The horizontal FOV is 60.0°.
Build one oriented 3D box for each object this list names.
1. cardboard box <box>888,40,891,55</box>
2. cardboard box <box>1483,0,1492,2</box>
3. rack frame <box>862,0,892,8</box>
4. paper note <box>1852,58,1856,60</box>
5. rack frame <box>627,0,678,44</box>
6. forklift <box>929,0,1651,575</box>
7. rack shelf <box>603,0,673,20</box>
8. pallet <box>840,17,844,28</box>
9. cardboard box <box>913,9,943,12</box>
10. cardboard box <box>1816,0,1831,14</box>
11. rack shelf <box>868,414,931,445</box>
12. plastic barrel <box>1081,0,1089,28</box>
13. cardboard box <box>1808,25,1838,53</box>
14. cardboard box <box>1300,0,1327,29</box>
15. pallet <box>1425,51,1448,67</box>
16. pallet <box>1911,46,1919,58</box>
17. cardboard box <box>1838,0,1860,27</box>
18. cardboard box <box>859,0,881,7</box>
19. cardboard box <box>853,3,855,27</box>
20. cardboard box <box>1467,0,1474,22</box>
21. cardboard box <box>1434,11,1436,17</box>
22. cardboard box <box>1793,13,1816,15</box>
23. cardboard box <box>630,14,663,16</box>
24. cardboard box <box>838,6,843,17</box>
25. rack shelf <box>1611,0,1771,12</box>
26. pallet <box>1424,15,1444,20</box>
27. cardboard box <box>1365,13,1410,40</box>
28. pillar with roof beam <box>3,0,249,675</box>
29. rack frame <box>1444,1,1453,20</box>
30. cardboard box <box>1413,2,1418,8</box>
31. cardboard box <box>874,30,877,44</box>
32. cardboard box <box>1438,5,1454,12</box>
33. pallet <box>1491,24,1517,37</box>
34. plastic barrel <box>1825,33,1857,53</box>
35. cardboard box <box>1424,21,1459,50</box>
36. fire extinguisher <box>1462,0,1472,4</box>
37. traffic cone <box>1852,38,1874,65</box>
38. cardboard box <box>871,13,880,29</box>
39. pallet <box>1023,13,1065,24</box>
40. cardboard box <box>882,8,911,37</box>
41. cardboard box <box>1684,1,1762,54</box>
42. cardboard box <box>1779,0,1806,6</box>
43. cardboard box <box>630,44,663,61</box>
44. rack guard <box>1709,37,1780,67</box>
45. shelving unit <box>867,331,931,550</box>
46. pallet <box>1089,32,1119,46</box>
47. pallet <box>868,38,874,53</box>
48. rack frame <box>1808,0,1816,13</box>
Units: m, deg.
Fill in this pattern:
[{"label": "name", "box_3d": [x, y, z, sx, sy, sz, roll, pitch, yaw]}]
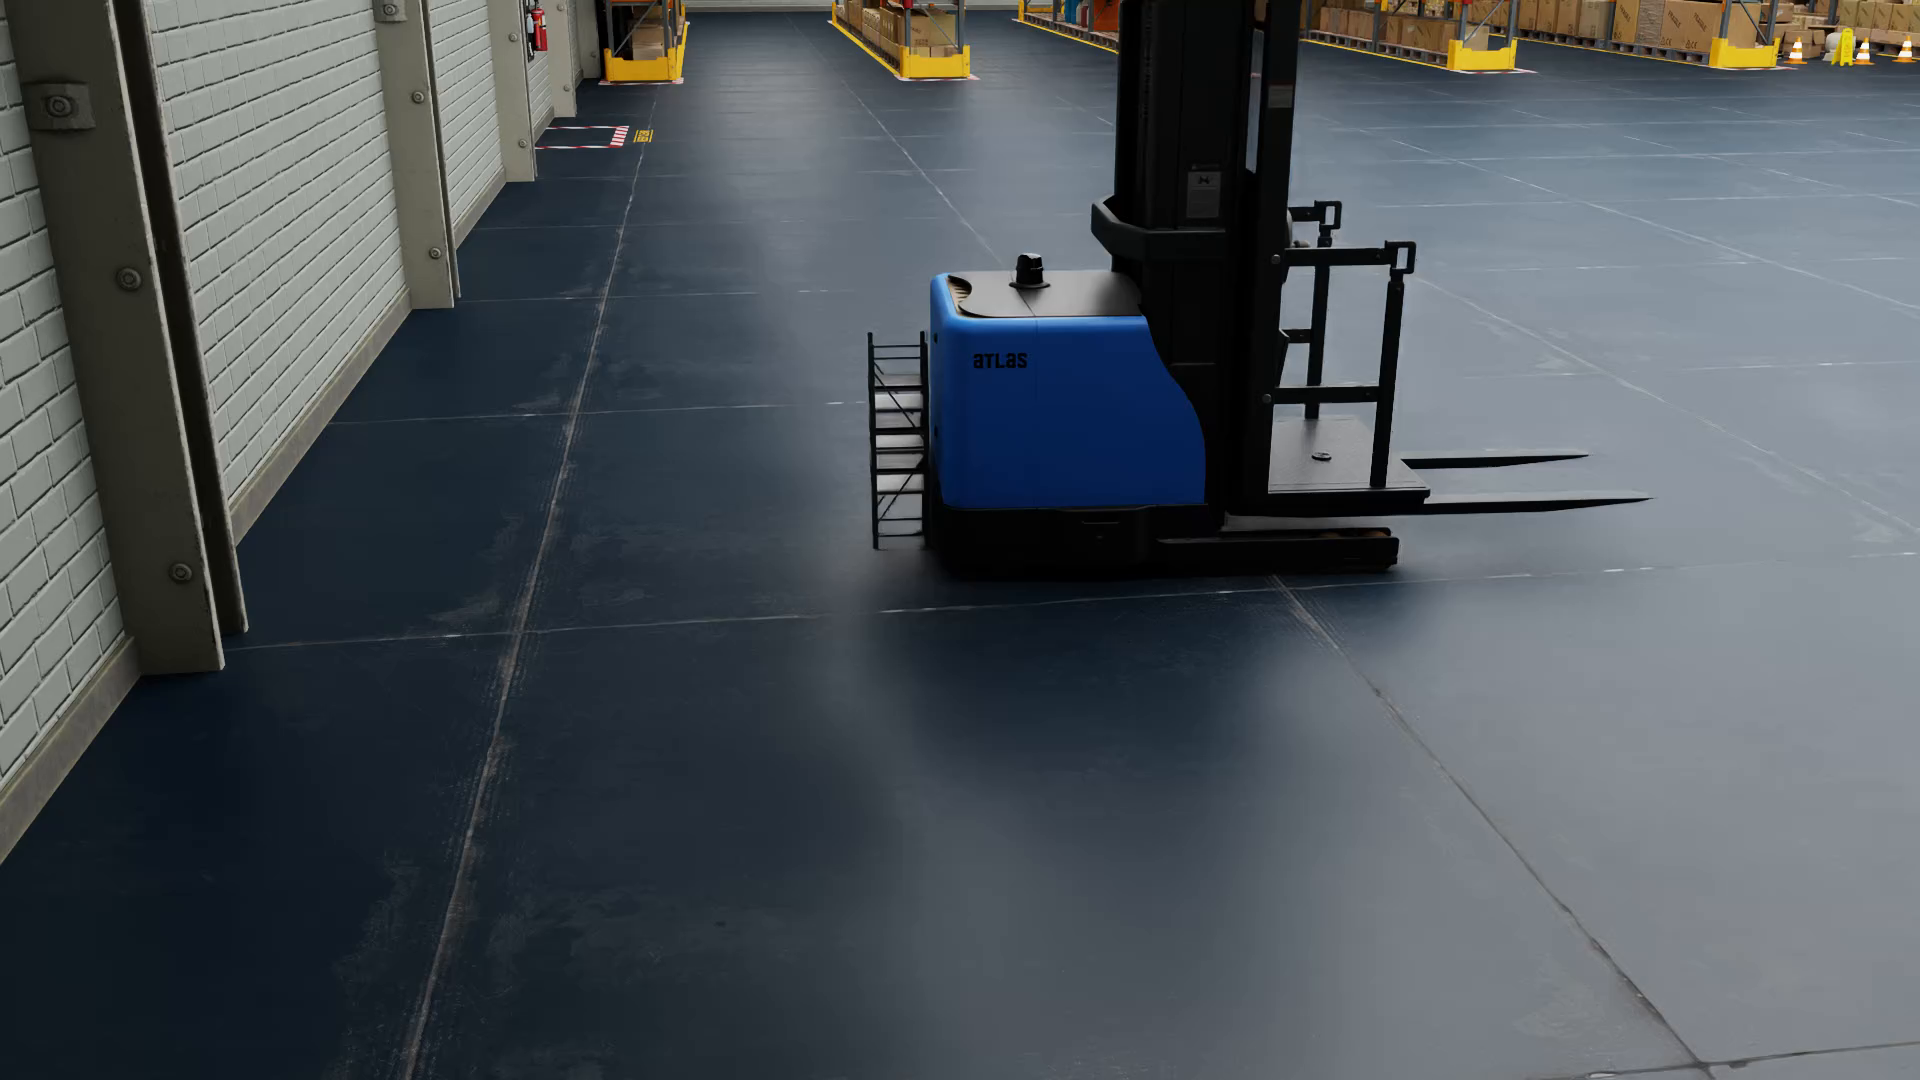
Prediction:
[{"label": "cardboard box", "box_3d": [-1.030, -8.958, 30.244, 0.500, 0.250, 0.500, -3, 21, -8]}, {"label": "cardboard box", "box_3d": [12.641, -12.795, 39.088, 0.500, 0.250, 0.500, -2, 21, -6]}, {"label": "rack frame", "box_3d": [-1.586, -12.130, 35.406, 1.000, 3.000, 0.127, -3, 21, -8]}, {"label": "paper note", "box_3d": [17.071, -9.194, 31.789, 0.148, 0.019, 0.142, -11, 23, -26]}, {"label": "rack frame", "box_3d": [-6.487, -11.879, 34.734, 1.000, 3.000, 0.127, -3, 21, -8]}, {"label": "forklift", "box_3d": [1.399, -1.420, 6.828, 3.031, 2.935, 1.130, -2, 21, -4]}, {"label": "rack shelf", "box_3d": [-5.622, -9.464, 29.297, 1.077, 0.370, 4.000, -3, 21, -8]}, {"label": "pallet", "box_3d": [-2.439, -12.870, 41.372, 1.003, 0.211, 1.213, -3, 21, -8]}, {"label": "cardboard box", "box_3d": [-0.590, -9.509, 30.646, 0.500, 0.500, 0.500, -3, 21, -8]}, {"label": "cardboard box", "box_3d": [22.206, -13.612, 42.345, 0.500, 0.500, 0.500, -2, 21, -5]}, {"label": "rack shelf", "box_3d": [-0.258, -0.470, 7.025, 0.258, 0.077, 0.200, -2, 21, -4]}, {"label": "plastic barrel", "box_3d": [3.066, -12.005, 37.918, 0.600, 0.588, 0.708, -3, 21, -8]}, {"label": "cardboard box", "box_3d": [17.409, -10.134, 33.630, 0.500, 0.500, 0.500, 12, 24, 30]}, {"label": "cardboard box", "box_3d": [8.139, -12.070, 37.681, 1.225, 0.875, 0.875, -4, 21, -10]}, {"label": "pallet", "box_3d": [9.278, -8.861, 30.640, 1.003, 0.211, 1.213, -3, 21, -8]}, {"label": "pallet", "box_3d": [19.084, -9.361, 31.979, 1.003, 0.211, 1.213, -3, 21, -8]}, {"label": "cardboard box", "box_3d": [18.419, -10.785, 34.063, 0.500, 0.500, 0.500, -2, 21, -5]}, {"label": "cardboard box", "box_3d": [-1.965, -11.848, 36.522, 0.500, 0.250, 0.500, -2, 21, -6]}, {"label": "cardboard box", "box_3d": [-2.181, -12.013, 38.036, 0.500, 0.500, 0.500, -3, 21, -7]}, {"label": "cardboard box", "box_3d": [12.486, -12.802, 40.177, 0.500, 0.500, 0.500, -2, 21, -5]}, {"label": "cardboard box", "box_3d": [12.216, -13.302, 42.019, 0.380, 0.149, 0.250, -2, 21, -6]}, {"label": "cardboard box", "box_3d": [18.314, -11.380, 36.553, 0.950, 0.372, 0.625, -2, 21, -6]}, {"label": "cardboard box", "box_3d": [-6.273, -10.312, 33.484, 0.700, 0.500, 0.500, -3, 21, -8]}, {"label": "cardboard box", "box_3d": [-2.797, -13.269, 41.757, 0.500, 0.250, 0.500, -3, 21, -8]}, {"label": "rack shelf", "box_3d": [14.005, -10.429, 31.880, 1.077, 0.370, 4.000, -3, 21, -8]}, {"label": "pallet", "box_3d": [12.432, -13.153, 42.130, 1.003, 0.211, 1.213, -3, 21, -8]}, {"label": "cardboard box", "box_3d": [8.727, -10.492, 33.965, 0.700, 0.500, 0.500, -5, 21, -12]}, {"label": "pillar with roof beam", "box_3d": [1.429, -4.026, 5.133, 9.100, 9.000, 0.400, -3, 21, -8]}, {"label": "rack frame", "box_3d": [12.564, -14.228, 41.024, 1.000, 3.000, 0.127, -3, 21, -8]}, {"label": "cardboard box", "box_3d": [12.057, -13.968, 43.377, 0.380, 0.149, 0.250, -2, 21, -5]}, {"label": "cardboard box", "box_3d": [-1.427, -9.958, 32.920, 0.500, 0.250, 0.500, -3, 21, -9]}, {"label": "cardboard box", "box_3d": [12.204, -13.322, 41.647, 0.380, 0.149, 0.250, -3, 21, -7]}, {"label": "pallet", "box_3d": [13.029, -11.808, 38.529, 1.003, 0.211, 1.213, -3, 21, -8]}, {"label": "plastic barrel", "box_3d": [17.382, -9.790, 32.823, 0.512, 0.421, 0.421, 12, 24, 30]}, {"label": "cardboard box", "box_3d": [9.106, -9.524, 31.402, 0.500, 0.500, 0.500, -1, 21, -3]}, {"label": "fire extinguisher", "box_3d": [8.931, -9.759, 29.169, 0.296, 0.674, 0.183, -3, 21, -8]}, {"label": "traffic cone", "box_3d": [16.790, -9.080, 30.866, 0.336, 0.463, 0.334, -3, 21, -8]}, {"label": "cardboard box", "box_3d": [-1.502, -10.395, 33.289, 0.500, 0.311, 0.500, -3, 21, -8]}, {"label": "pallet", "box_3d": [2.244, -13.555, 43.206, 1.003, 0.211, 1.213, -3, 21, -8]}, {"label": "cardboard box", "box_3d": [-1.172, -9.656, 31.040, 0.500, 0.500, 0.500, -3, 21, -8]}, {"label": "cardboard box", "box_3d": [14.131, -9.506, 30.818, 0.875, 0.875, 0.875, -3, 21, -7]}, {"label": "cardboard box", "box_3d": [22.011, -14.301, 44.192, 0.700, 0.500, 0.500, -4, 21, -10]}, {"label": "cardboard box", "box_3d": [-5.344, -8.300, 28.365, 0.500, 0.311, 0.500, -5, 21, -14]}, {"label": "rack guard", "box_3d": [14.297, -8.894, 30.315, 1.175, 0.500, 0.348, -3, 21, -8]}, {"label": "shelving unit", "box_3d": [-0.258, -0.417, 7.044, 0.258, 0.900, 0.210, -2, 21, -4]}, {"label": "pallet", "box_3d": [3.390, -10.802, 35.836, 1.003, 0.211, 1.213, -3, 21, -8]}, {"label": "pallet", "box_3d": [-1.333, -10.115, 33.997, 1.003, 0.211, 1.213, -3, 21, -8]}, {"label": "rack frame", "box_3d": [22.359, -14.765, 42.460, 1.000, 3.000, 0.127, -3, 21, -8]}]
